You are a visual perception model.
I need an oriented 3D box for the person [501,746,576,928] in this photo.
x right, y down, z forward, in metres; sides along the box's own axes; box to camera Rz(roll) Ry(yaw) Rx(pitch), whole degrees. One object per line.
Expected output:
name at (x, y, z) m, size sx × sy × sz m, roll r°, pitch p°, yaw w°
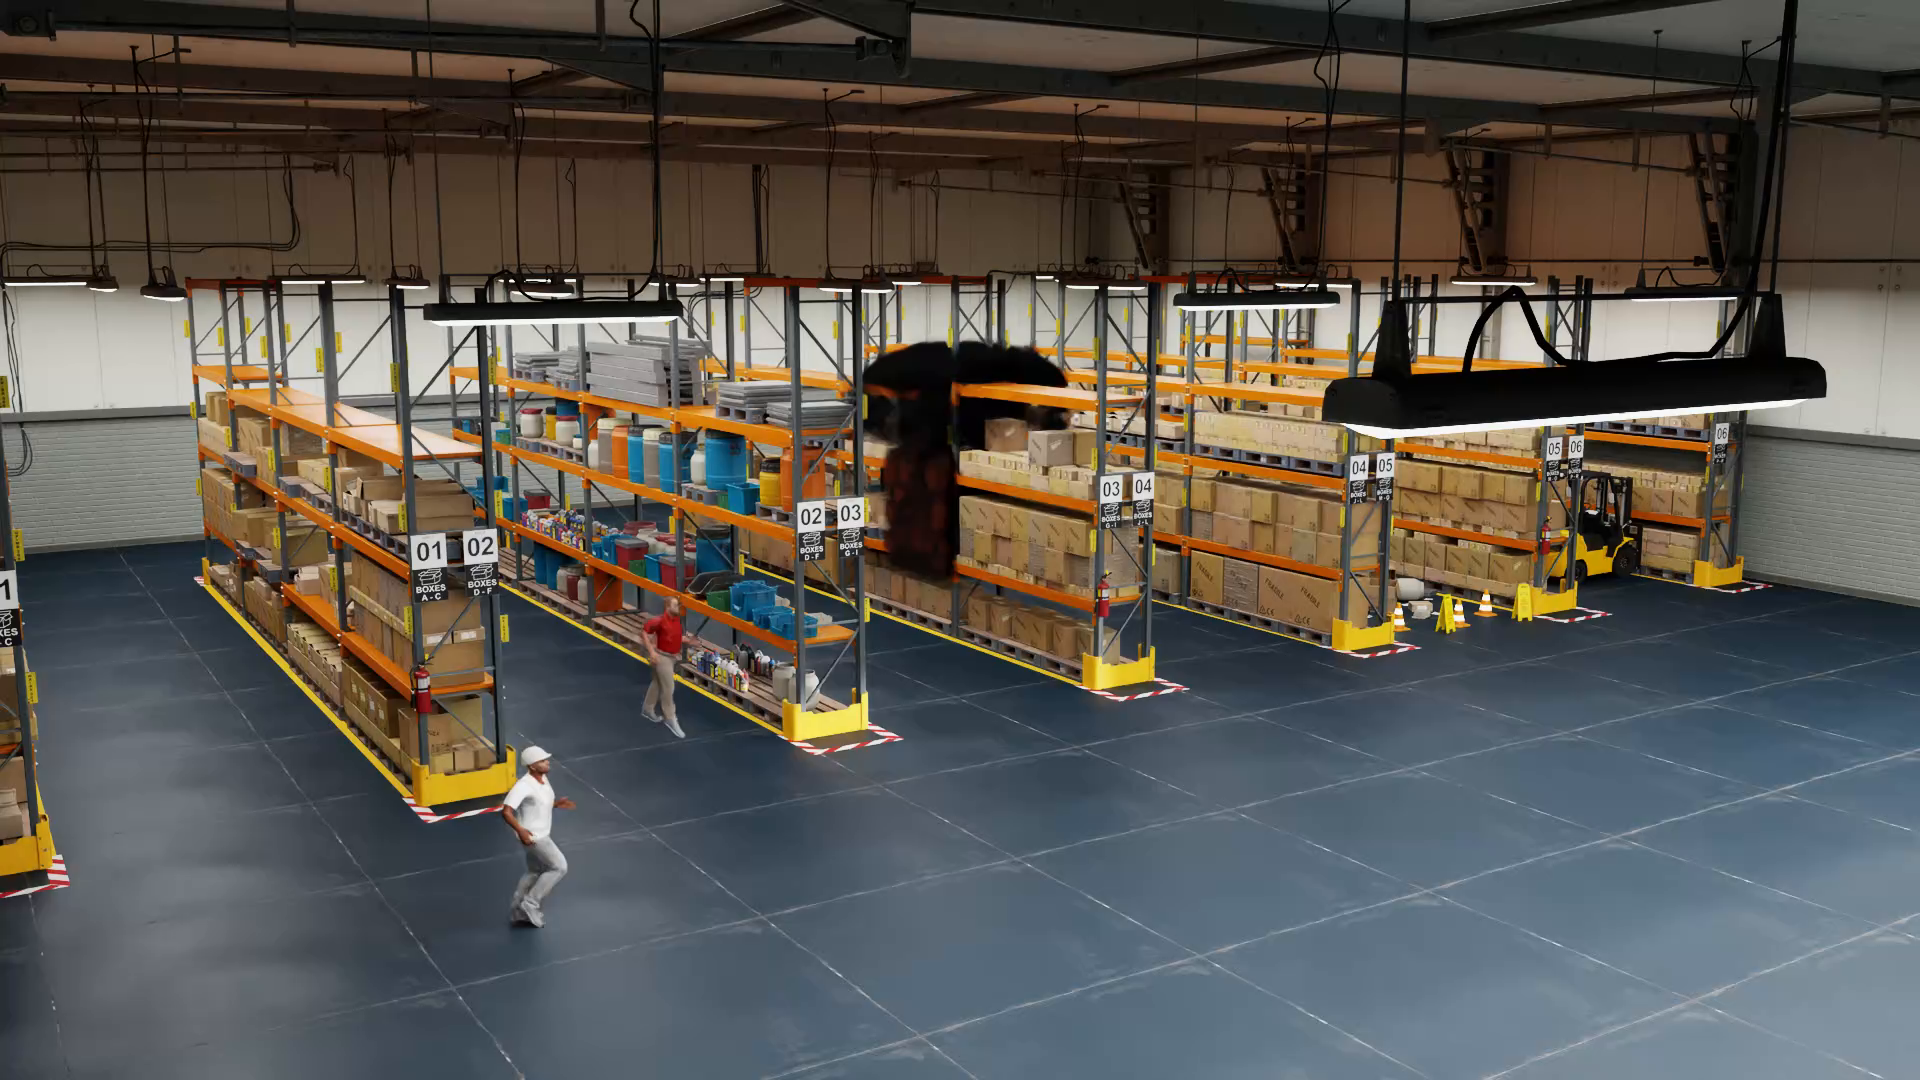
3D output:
person at (-4.027, 2.828, 15.960) m, size 0.664 × 1.752 × 0.671 m, roll -1°, pitch 10°, yaw -7°

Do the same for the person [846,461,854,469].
person at (-2.569, -0.989, 38.616) m, size 0.716 × 1.780 × 0.593 m, roll -4°, pitch 10°, yaw -21°

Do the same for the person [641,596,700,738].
person at (-3.819, 1.645, 21.713) m, size 0.863 × 1.857 × 0.590 m, roll 2°, pitch 10°, yaw 12°
